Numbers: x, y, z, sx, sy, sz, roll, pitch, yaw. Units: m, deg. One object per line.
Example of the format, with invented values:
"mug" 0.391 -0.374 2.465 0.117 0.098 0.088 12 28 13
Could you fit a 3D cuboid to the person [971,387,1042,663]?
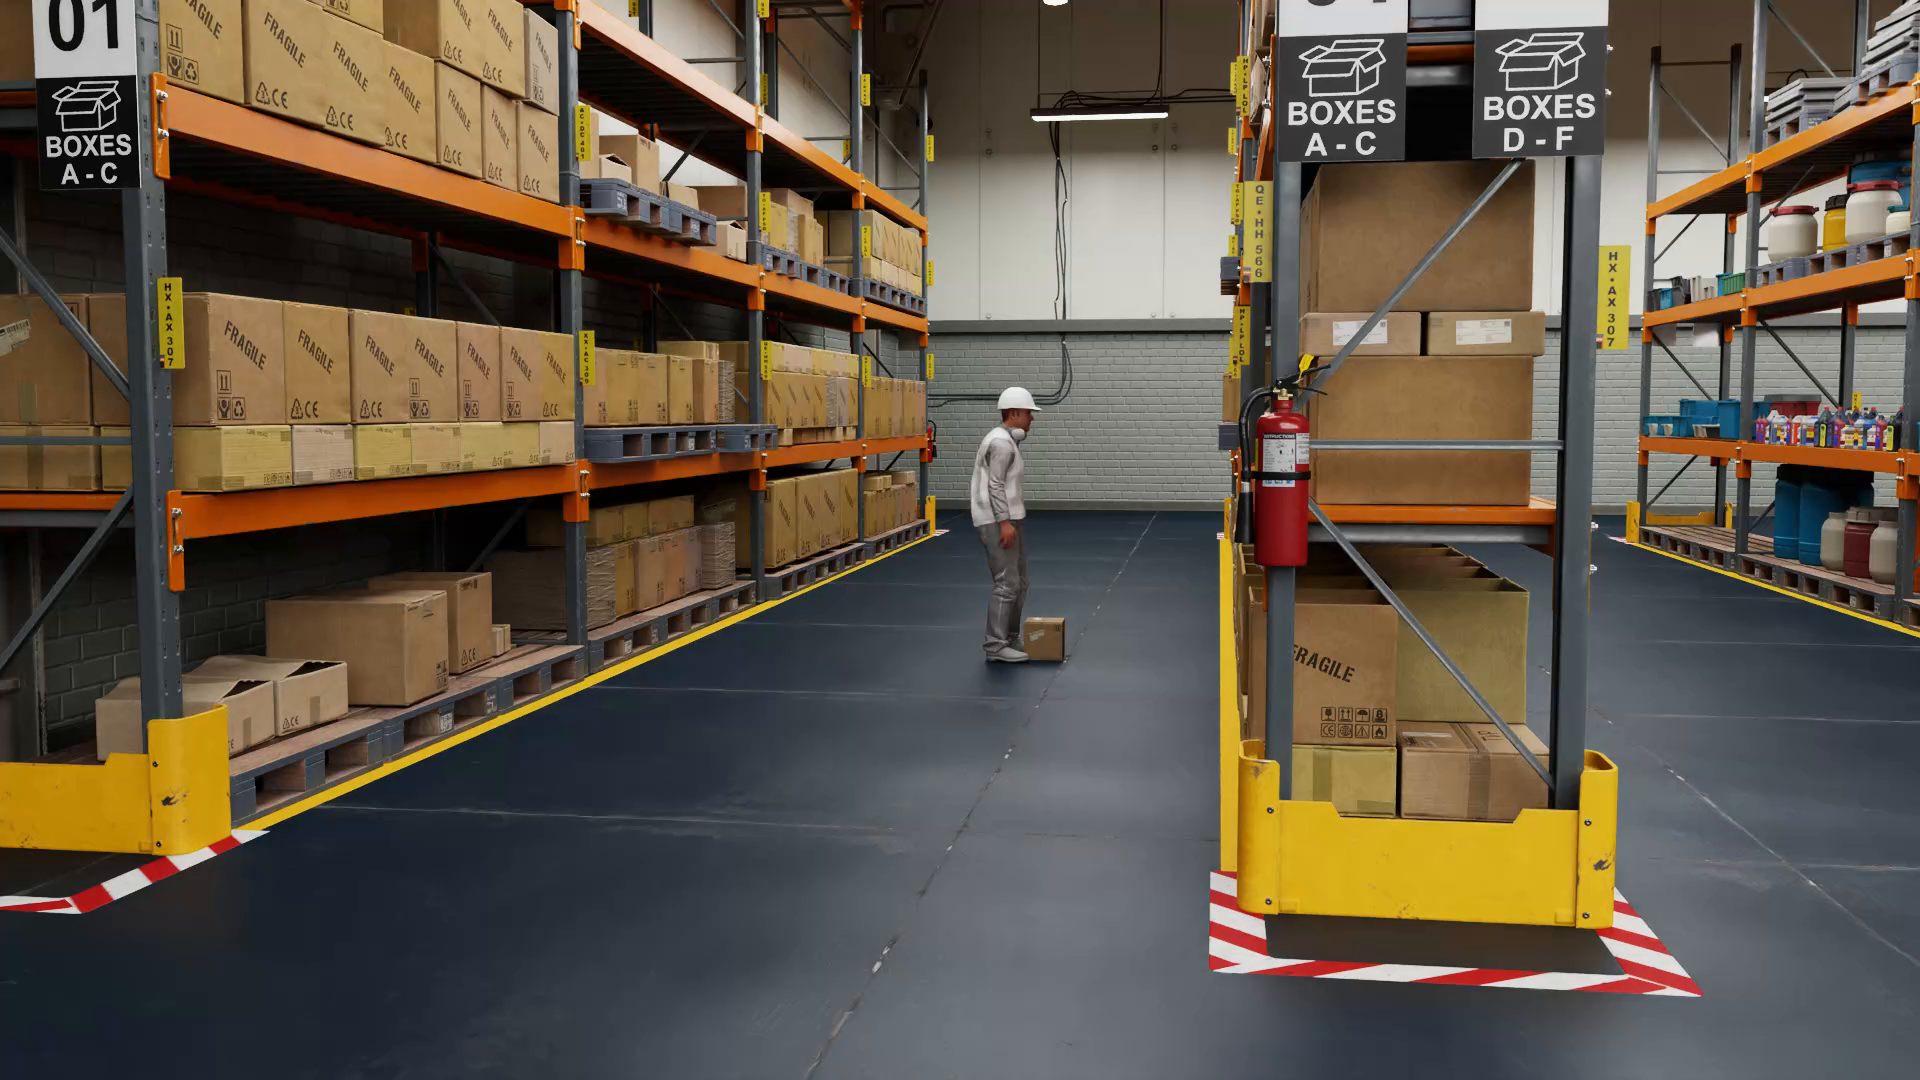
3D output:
"person" 0.303 -0.111 10.896 0.465 1.771 0.582 1 4 8
